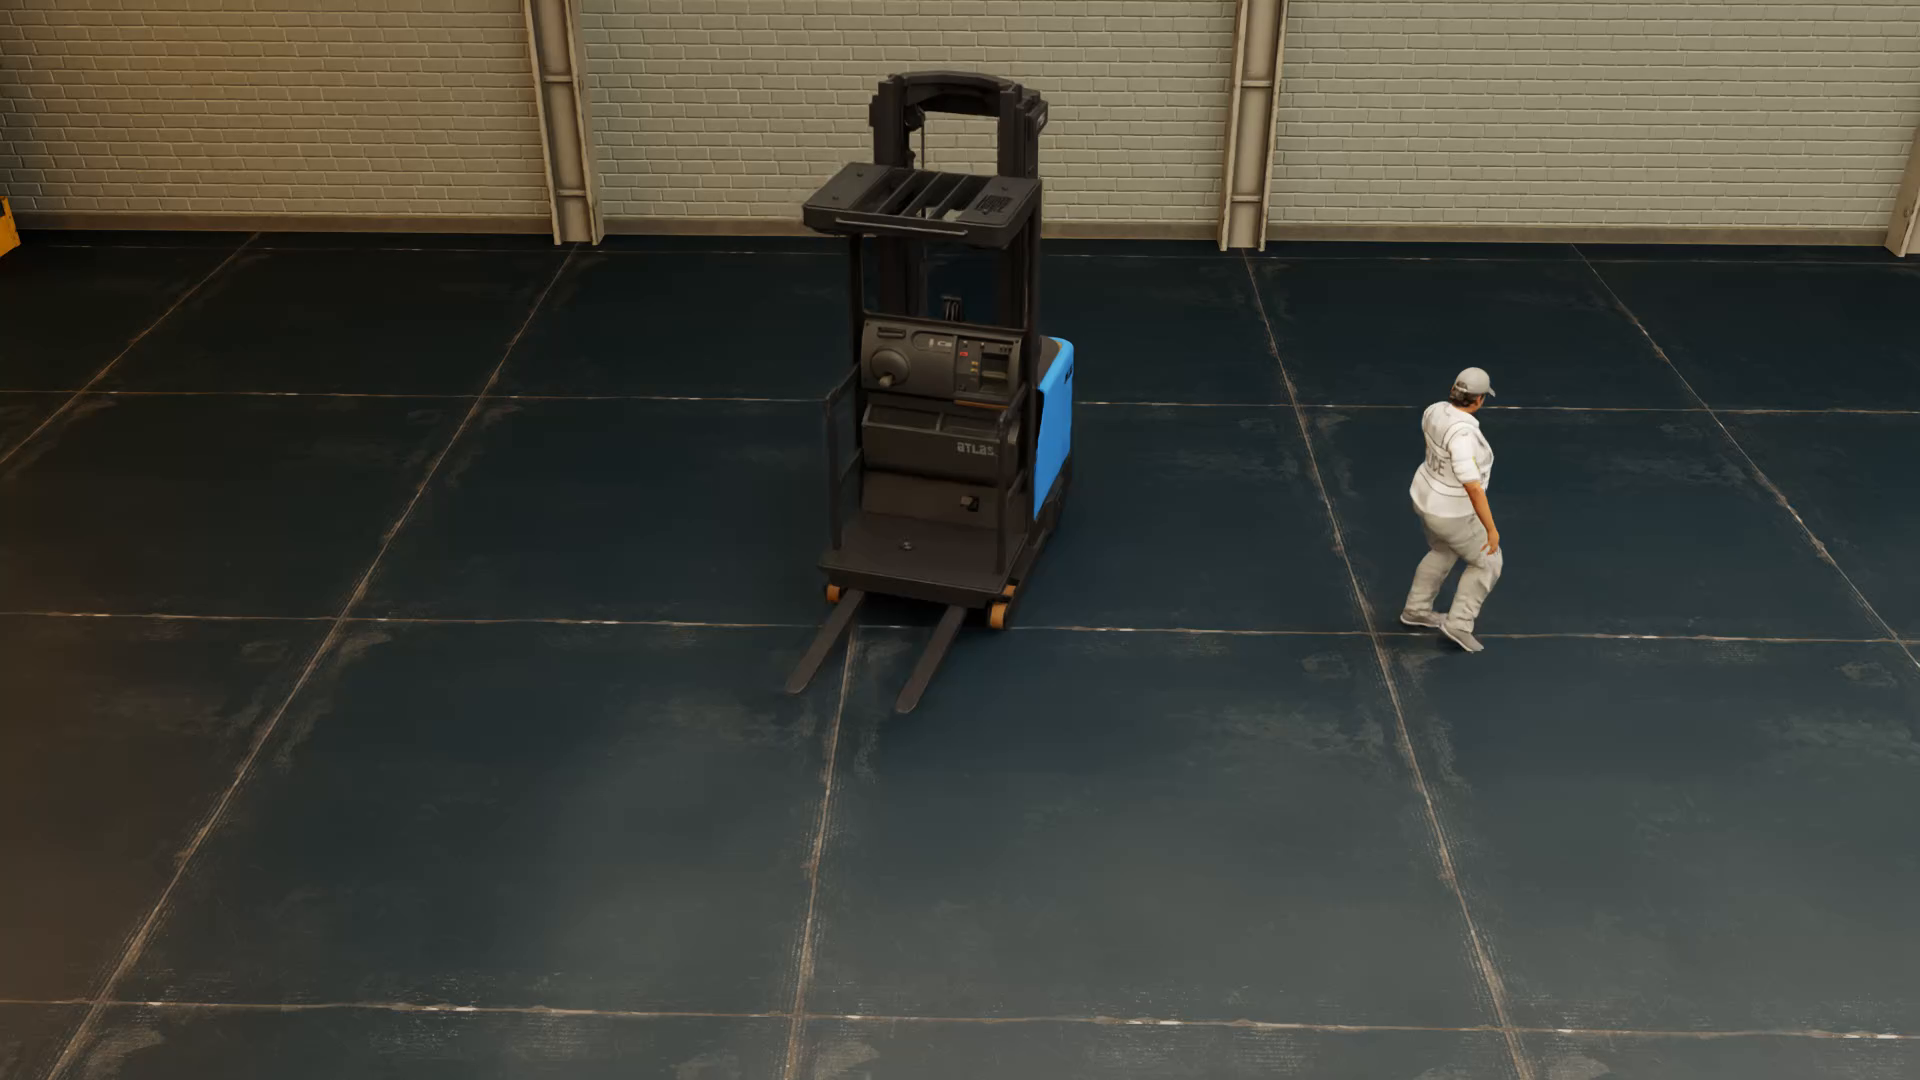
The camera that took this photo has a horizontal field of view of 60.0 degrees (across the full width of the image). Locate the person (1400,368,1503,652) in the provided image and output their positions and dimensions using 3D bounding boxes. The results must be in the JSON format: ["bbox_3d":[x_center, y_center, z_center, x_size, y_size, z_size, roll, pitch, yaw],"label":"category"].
[{"bbox_3d":[2.751,-0.175,9.238,0.488,1.685,0.843,-2,31,-4],"label":"person"}]

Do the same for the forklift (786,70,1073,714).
[{"bbox_3d":[-0.168,-0.965,9.250,1.130,2.935,3.031,8,32,14],"label":"forklift"}]
